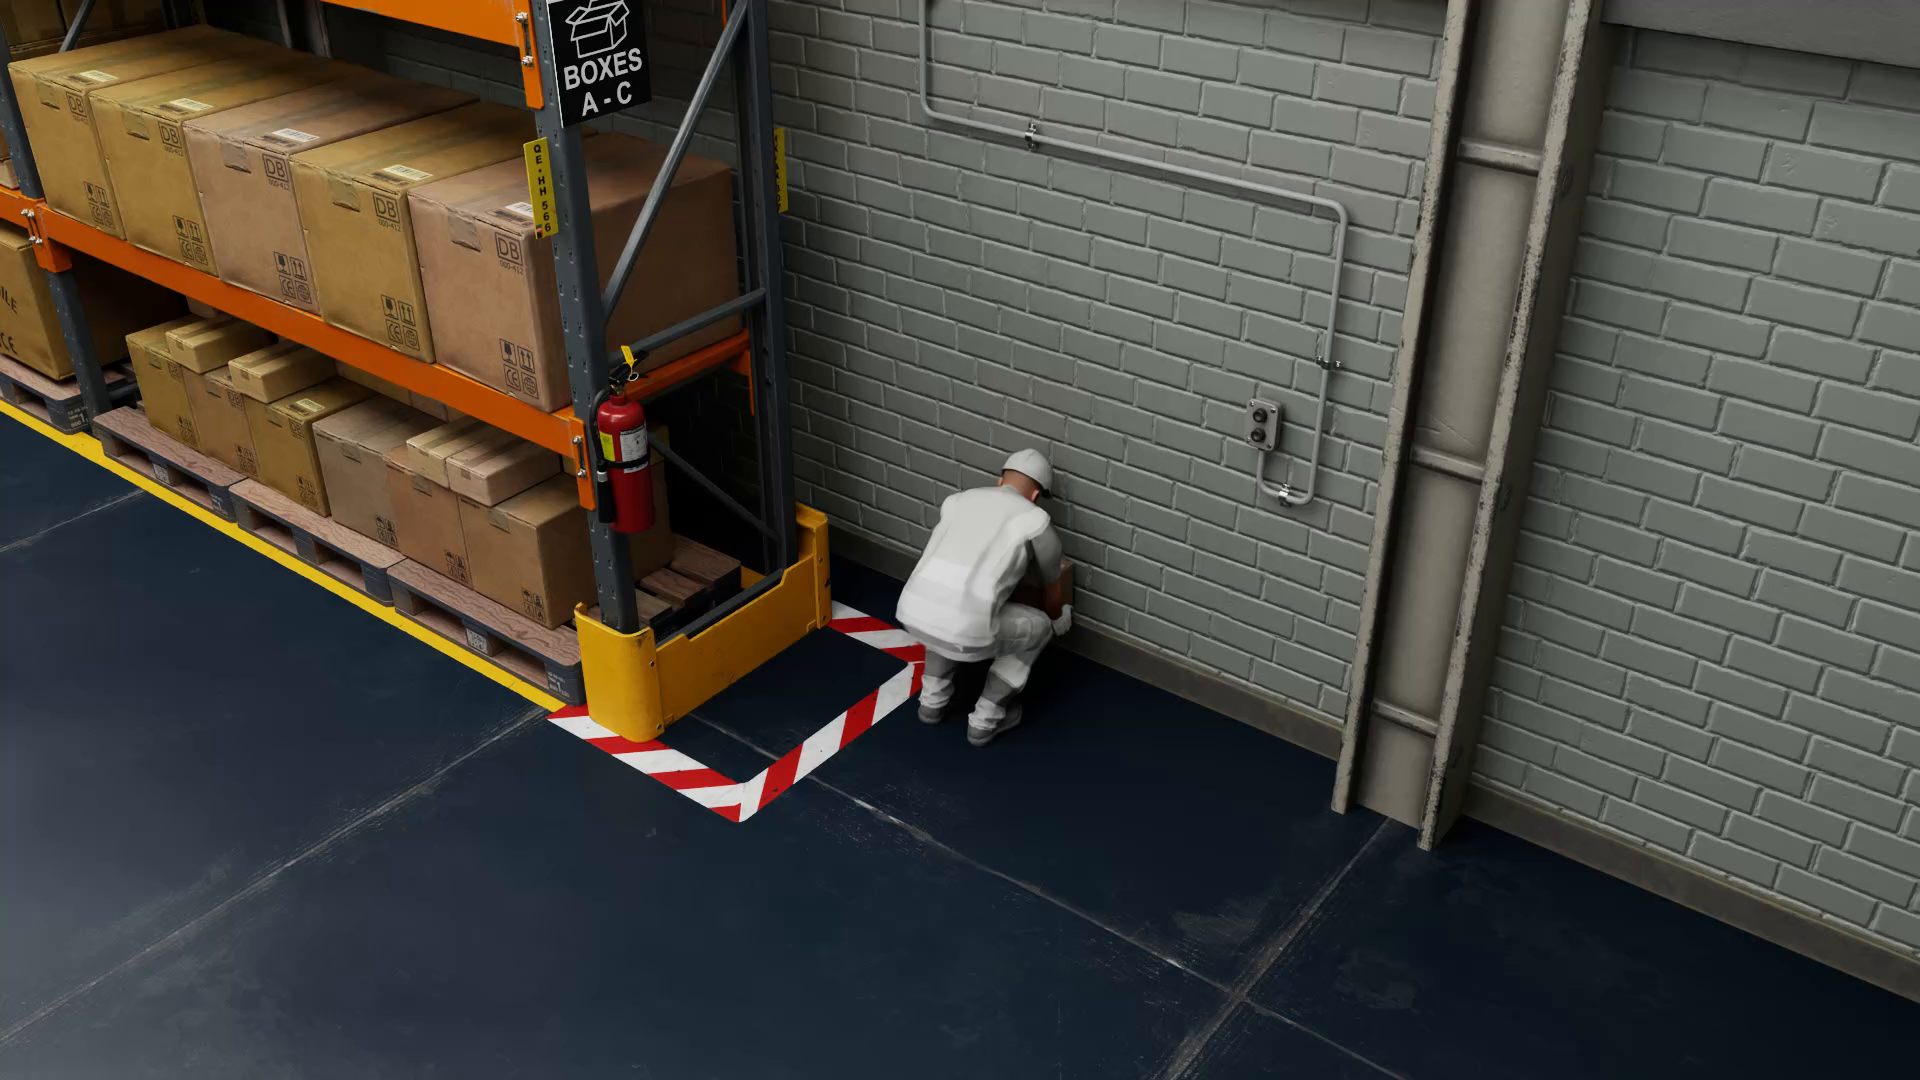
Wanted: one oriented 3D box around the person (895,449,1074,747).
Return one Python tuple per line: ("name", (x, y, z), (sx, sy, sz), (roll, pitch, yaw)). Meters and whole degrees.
("person", (0.114, 0.224, 6.529), (0.539, 0.981, 0.937), (19, 35, 28))
